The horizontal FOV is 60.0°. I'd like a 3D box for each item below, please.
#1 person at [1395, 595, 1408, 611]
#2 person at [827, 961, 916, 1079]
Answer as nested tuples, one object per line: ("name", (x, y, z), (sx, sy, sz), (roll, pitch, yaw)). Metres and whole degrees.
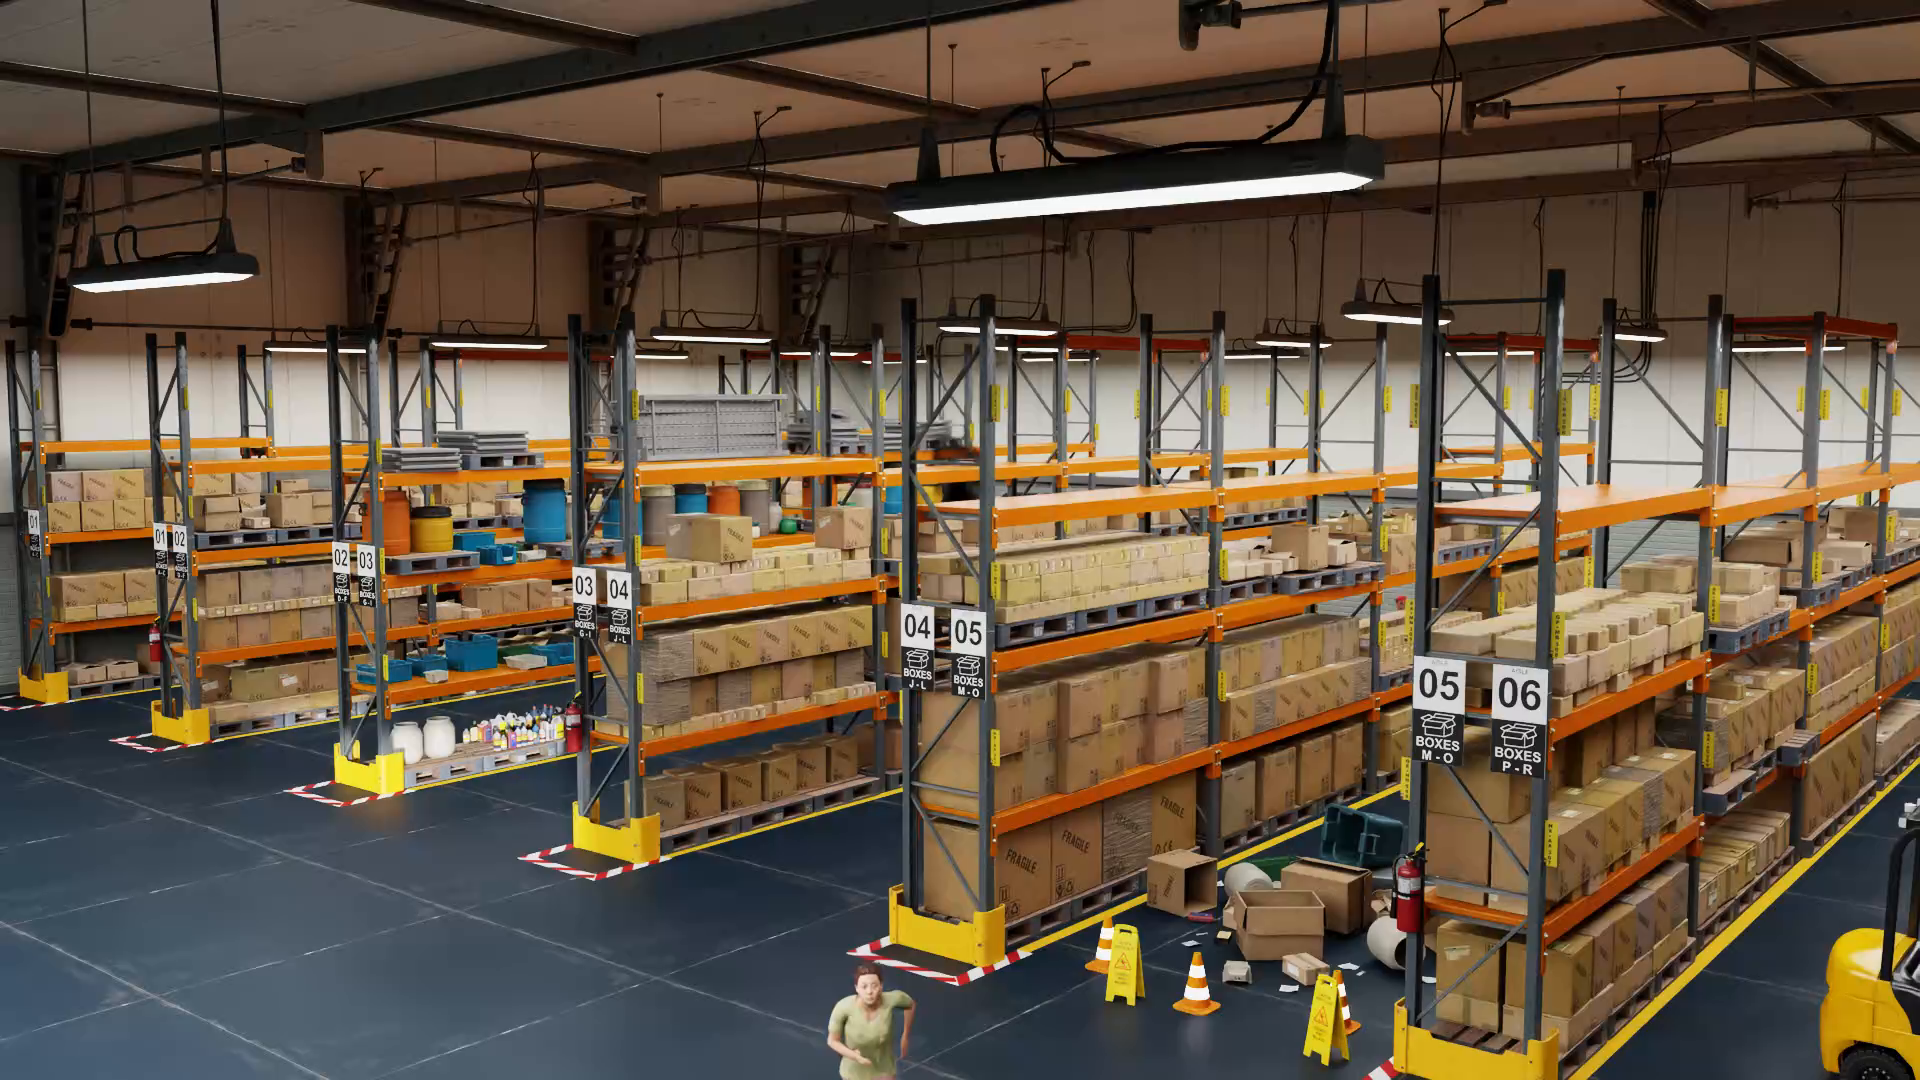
("person", (7.224, 1.825, 27.242), (0.774, 1.852, 0.665), (-5, 7, -44))
("person", (-0.557, 3.430, 10.544), (0.562, 1.604, 0.646), (0, 5, -2))
